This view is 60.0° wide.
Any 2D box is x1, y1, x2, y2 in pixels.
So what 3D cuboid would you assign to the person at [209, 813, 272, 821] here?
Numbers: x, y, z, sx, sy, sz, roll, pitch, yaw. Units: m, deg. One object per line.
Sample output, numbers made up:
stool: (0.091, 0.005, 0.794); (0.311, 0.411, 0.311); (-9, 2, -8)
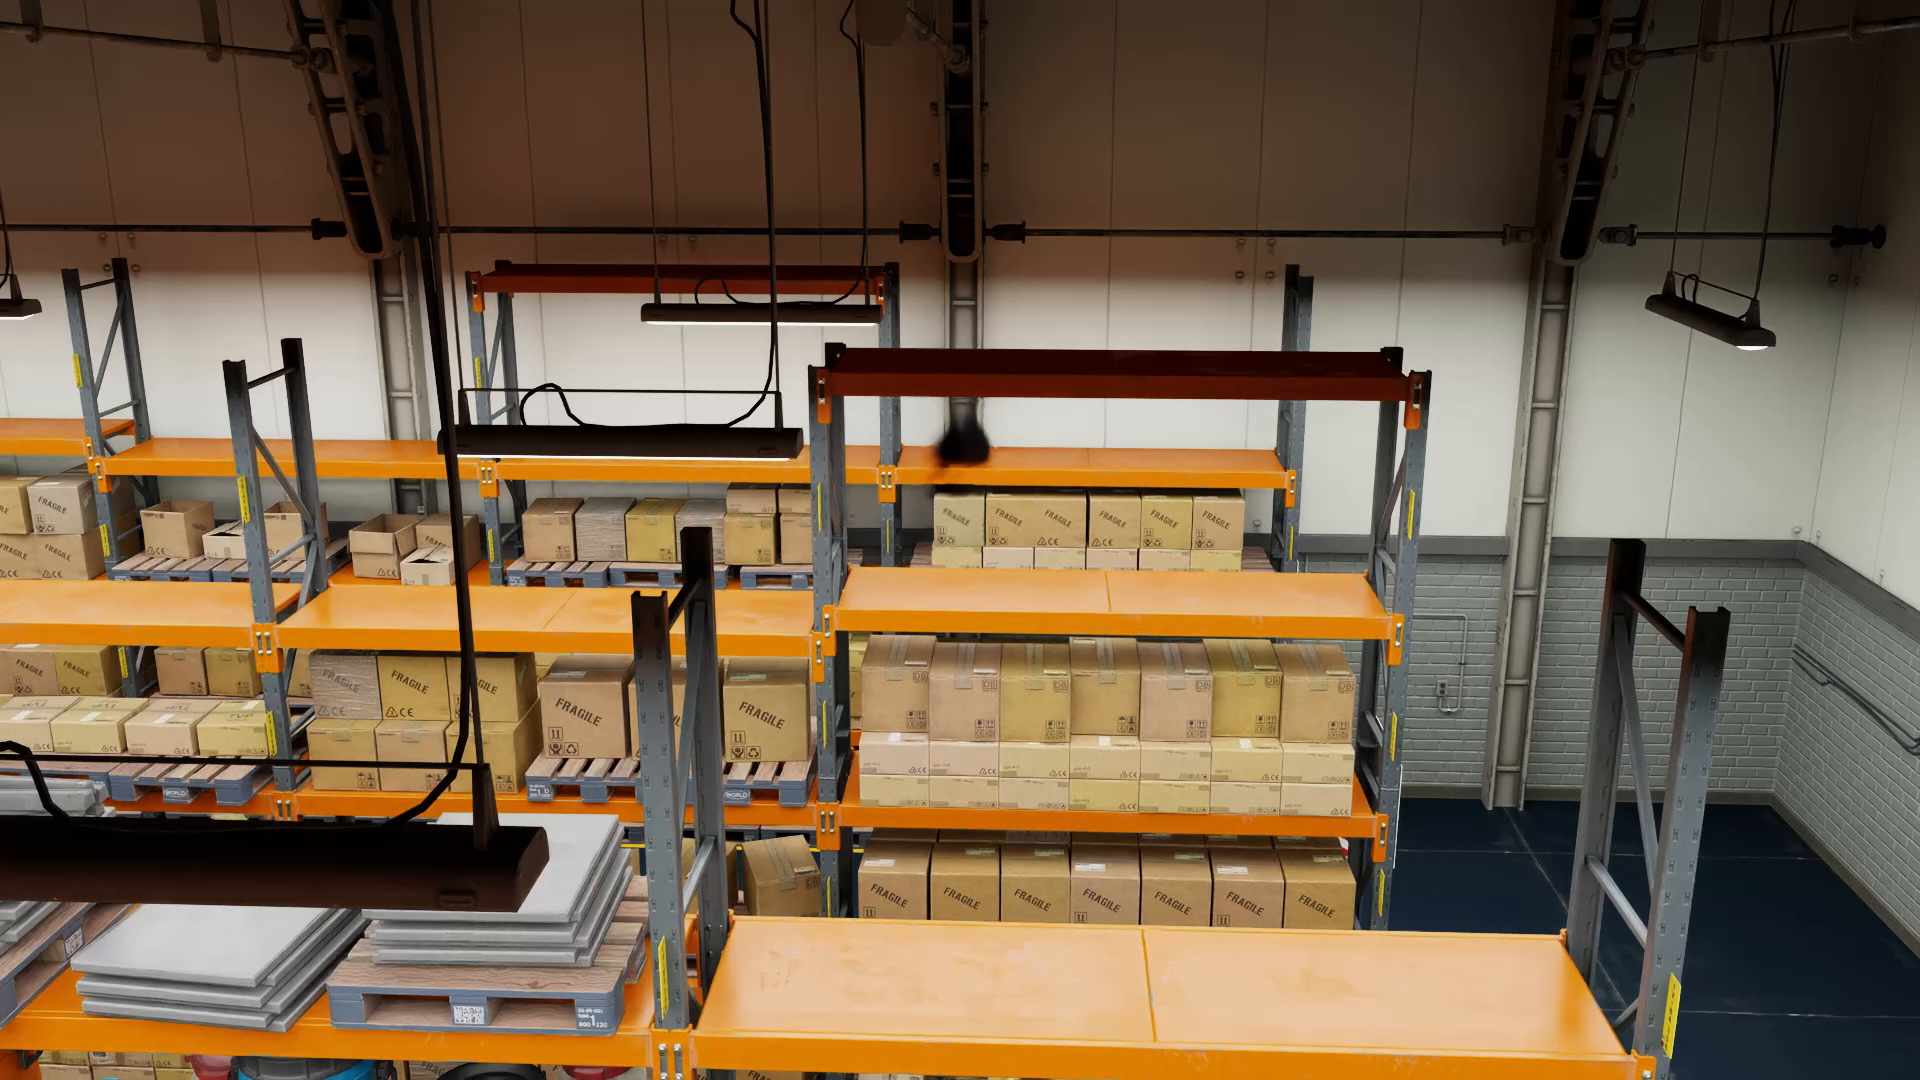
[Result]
person: (-6.744, 2.969, 15.573); (0.902, 1.538, 0.591); (1, 16, 4)
